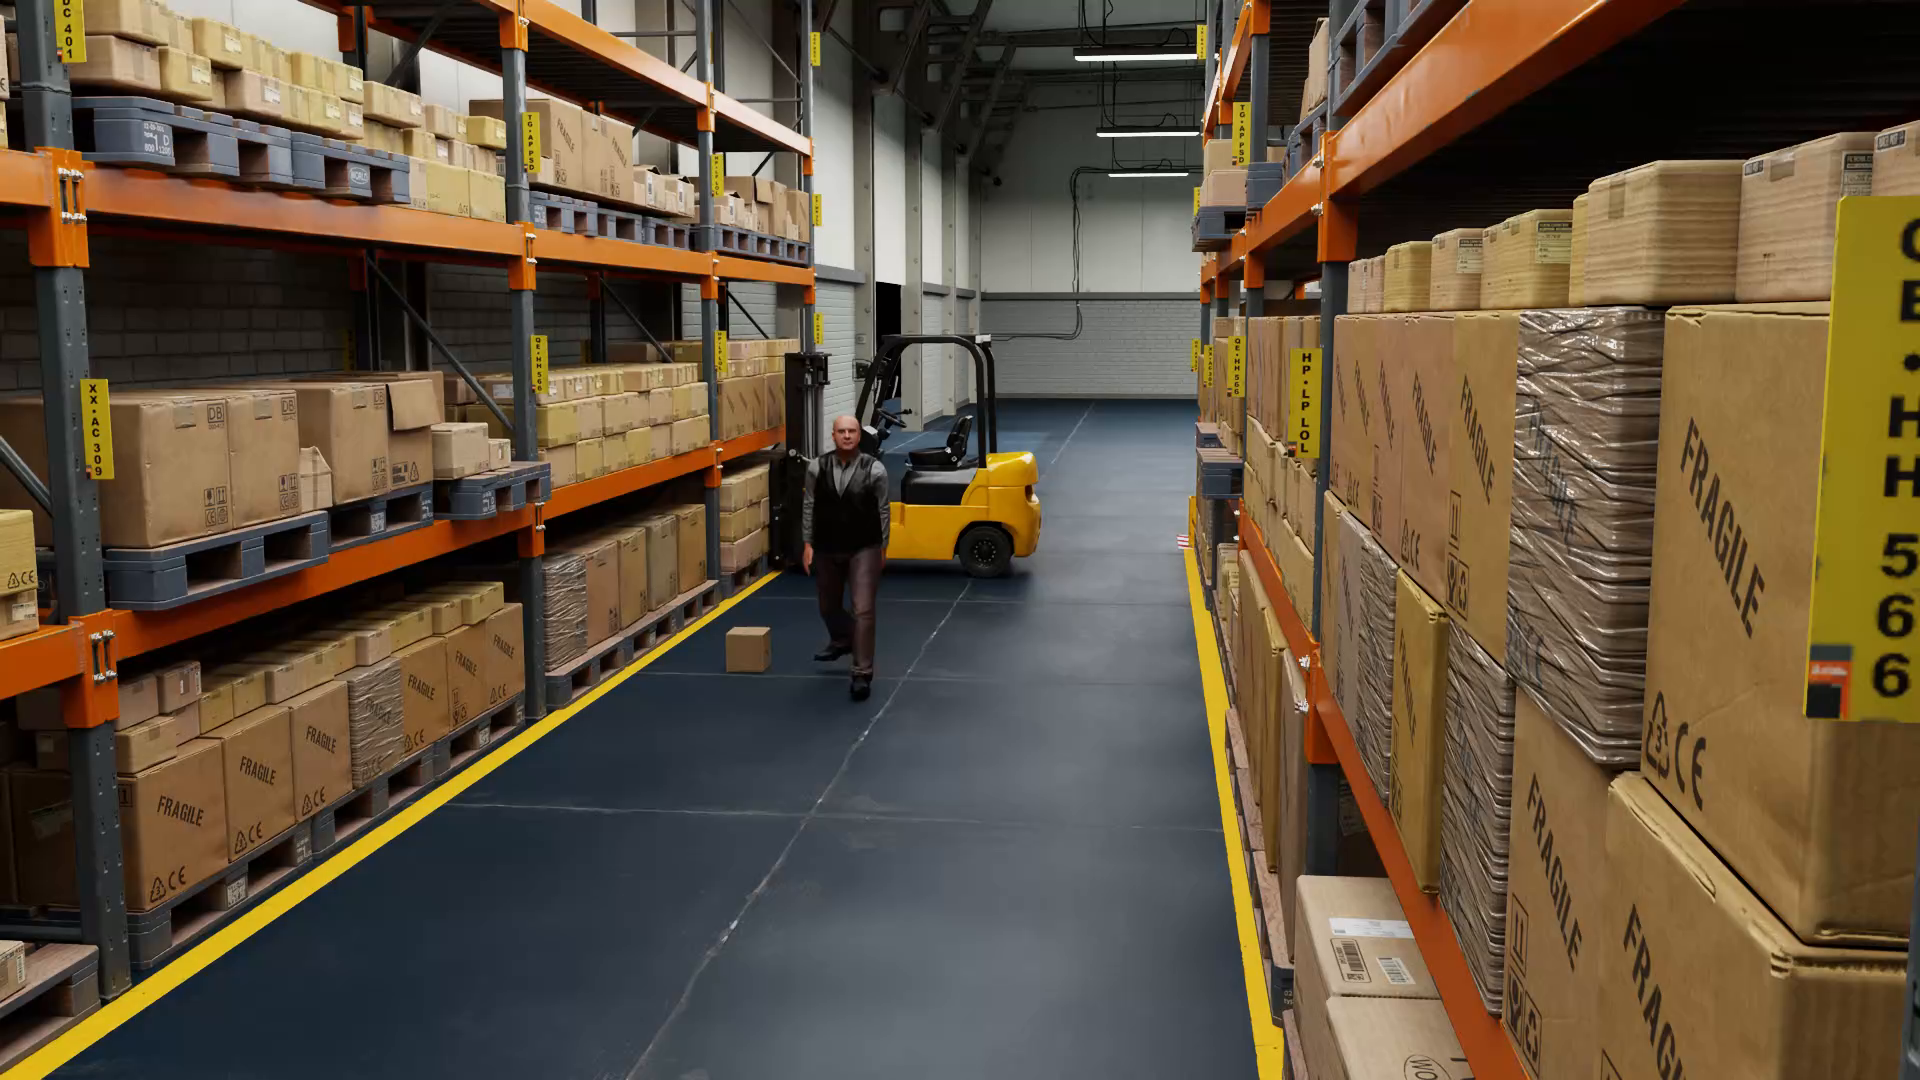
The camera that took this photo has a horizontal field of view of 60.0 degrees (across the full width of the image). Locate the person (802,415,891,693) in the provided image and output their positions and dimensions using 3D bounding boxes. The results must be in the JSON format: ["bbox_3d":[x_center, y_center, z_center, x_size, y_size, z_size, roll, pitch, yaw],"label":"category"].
[{"bbox_3d":[-0.720,0.063,10.414,0.586,1.706,0.923,2,8,12],"label":"person"}]
